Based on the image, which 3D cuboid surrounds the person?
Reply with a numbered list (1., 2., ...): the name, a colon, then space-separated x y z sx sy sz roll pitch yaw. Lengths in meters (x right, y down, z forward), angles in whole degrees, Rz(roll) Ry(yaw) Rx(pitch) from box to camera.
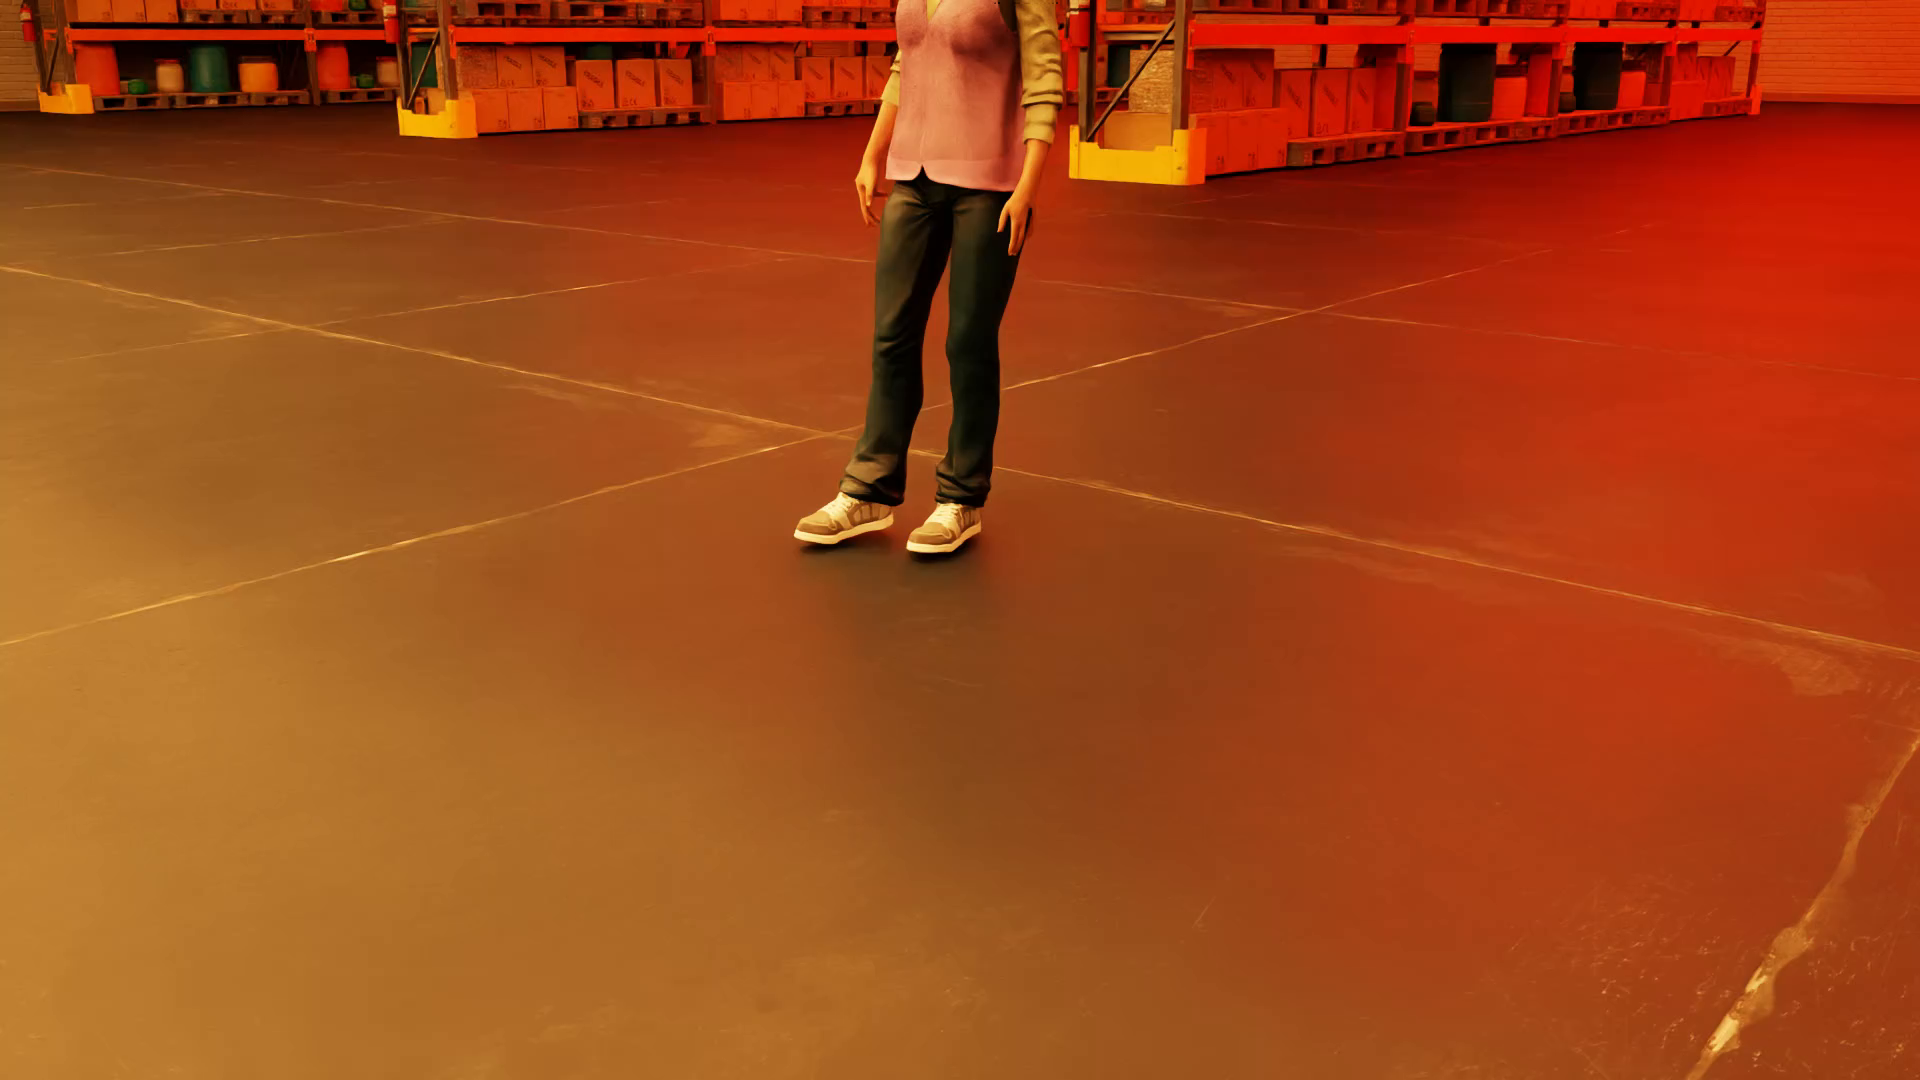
1. person: -0.058 -0.757 3.661 0.521 1.599 0.473 13 21 37
